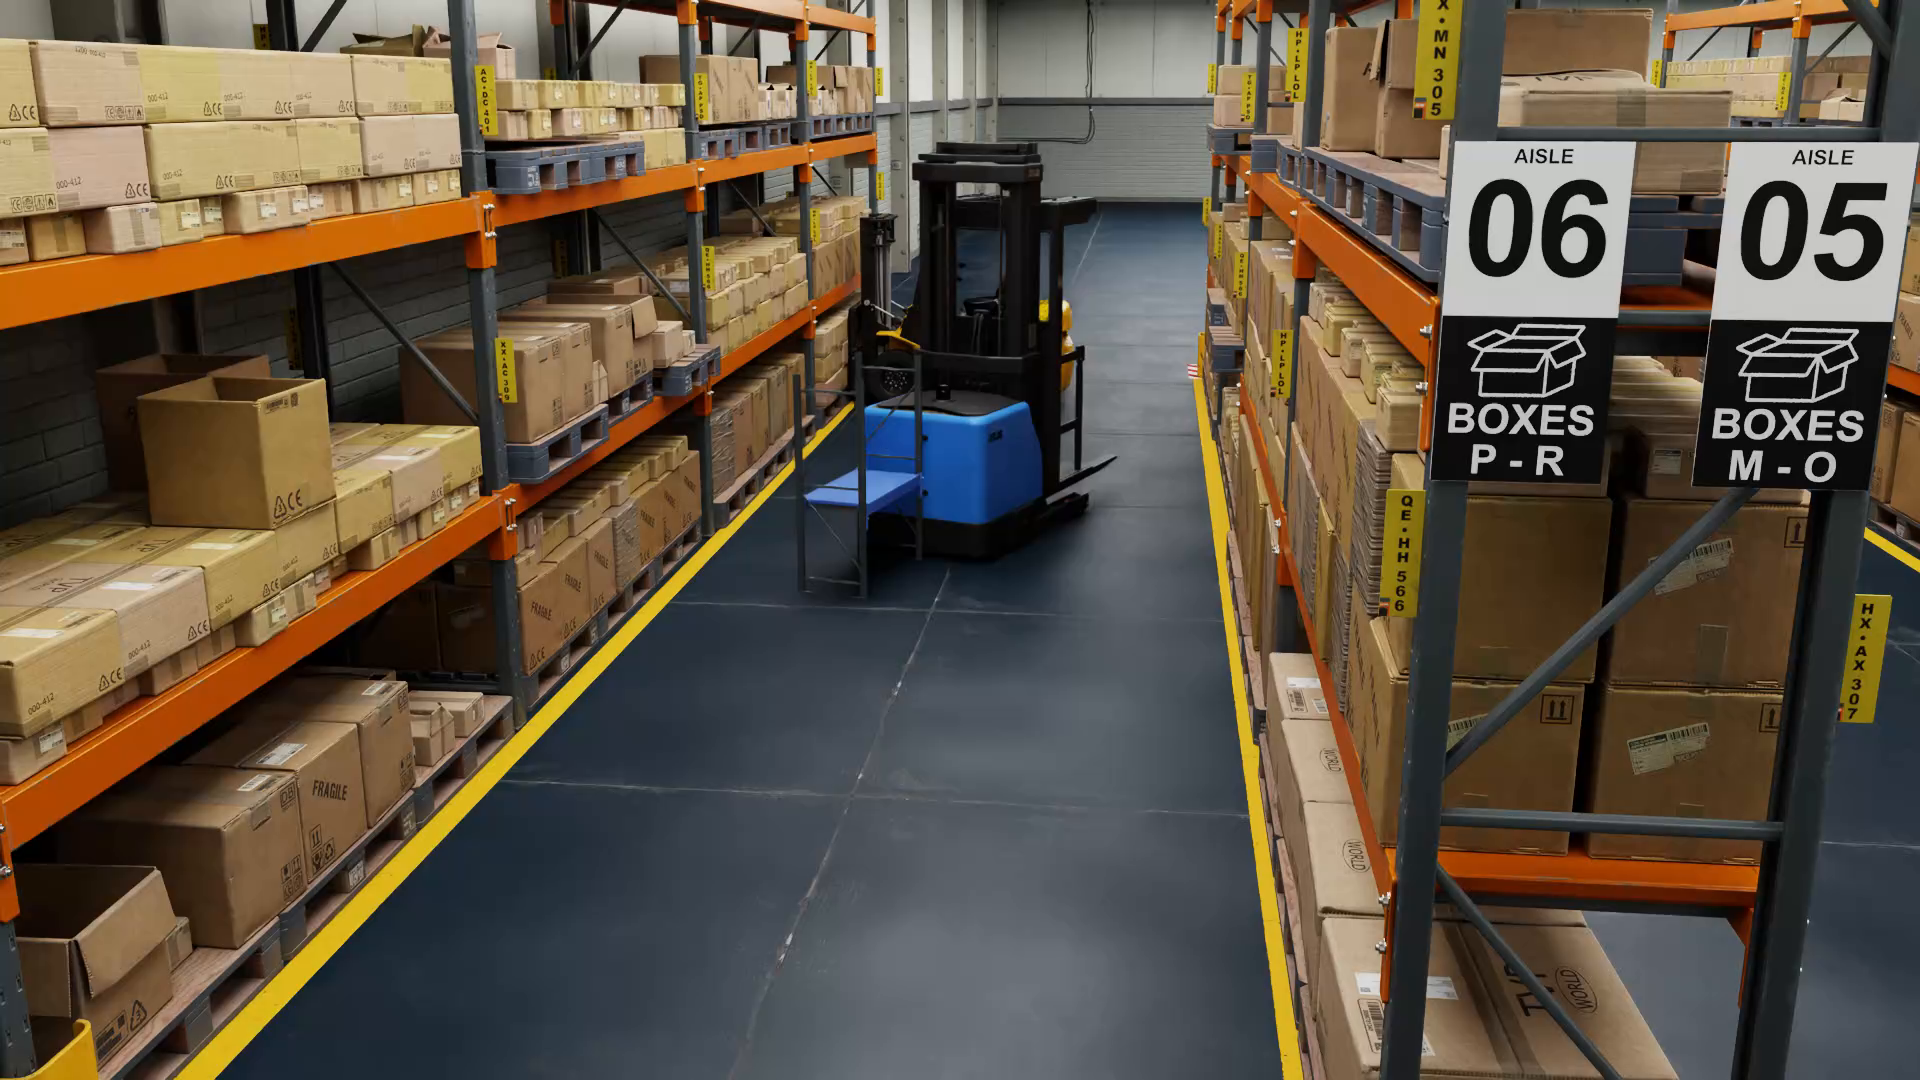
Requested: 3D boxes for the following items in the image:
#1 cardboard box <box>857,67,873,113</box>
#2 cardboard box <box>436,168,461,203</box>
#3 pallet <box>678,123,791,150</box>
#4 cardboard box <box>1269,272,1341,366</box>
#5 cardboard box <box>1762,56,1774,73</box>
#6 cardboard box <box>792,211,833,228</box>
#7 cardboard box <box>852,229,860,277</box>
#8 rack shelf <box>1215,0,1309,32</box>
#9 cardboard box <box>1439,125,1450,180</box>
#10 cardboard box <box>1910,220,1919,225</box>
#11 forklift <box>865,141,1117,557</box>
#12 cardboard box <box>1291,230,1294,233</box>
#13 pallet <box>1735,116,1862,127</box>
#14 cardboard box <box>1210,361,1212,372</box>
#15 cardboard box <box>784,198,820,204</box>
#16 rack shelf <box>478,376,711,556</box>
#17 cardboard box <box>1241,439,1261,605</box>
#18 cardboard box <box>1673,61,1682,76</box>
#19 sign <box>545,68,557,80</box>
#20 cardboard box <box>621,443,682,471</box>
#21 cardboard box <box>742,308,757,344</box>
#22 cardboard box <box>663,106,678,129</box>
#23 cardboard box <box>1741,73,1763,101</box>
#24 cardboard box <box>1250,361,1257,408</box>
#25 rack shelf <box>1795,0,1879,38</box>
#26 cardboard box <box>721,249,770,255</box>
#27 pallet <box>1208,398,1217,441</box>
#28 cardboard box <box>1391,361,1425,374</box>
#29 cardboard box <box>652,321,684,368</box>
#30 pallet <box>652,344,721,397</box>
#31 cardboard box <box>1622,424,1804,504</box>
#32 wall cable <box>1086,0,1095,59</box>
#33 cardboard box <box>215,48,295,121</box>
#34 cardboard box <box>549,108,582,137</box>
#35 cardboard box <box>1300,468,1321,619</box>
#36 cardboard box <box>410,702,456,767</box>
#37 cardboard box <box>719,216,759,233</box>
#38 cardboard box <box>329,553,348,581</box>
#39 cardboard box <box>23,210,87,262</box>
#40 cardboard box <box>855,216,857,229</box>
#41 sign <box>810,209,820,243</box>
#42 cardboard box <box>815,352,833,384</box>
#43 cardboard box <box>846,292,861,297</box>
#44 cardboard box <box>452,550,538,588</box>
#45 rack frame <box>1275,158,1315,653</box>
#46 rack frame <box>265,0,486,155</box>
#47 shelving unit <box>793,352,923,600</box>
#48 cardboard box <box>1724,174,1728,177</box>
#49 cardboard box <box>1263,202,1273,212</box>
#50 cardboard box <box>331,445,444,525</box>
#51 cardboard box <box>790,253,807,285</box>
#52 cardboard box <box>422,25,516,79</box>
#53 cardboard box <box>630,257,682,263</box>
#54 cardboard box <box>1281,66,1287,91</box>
[{"bbox_3d":[-1.300,-5.193,19.185,0.500,0.500,0.500,2,15,8],"label":"cardboard box"},{"bbox_3d":[-2.593,-1.680,7.862,0.380,0.149,0.250,2,15,6],"label":"cardboard box"},{"bbox_3d":[-2.030,-3.656,15.058,0.805,0.209,1.217,1,15,4],"label":"pallet"},{"bbox_3d":[2.015,-1.229,9.355,0.500,0.500,0.500,2,15,8],"label":"cardboard box"},{"bbox_3d":[7.672,-4.398,15.390,0.380,0.149,0.250,2,15,6],"label":"cardboard box"},{"bbox_3d":[-1.522,-3.309,17.151,0.380,0.149,0.250,2,15,8],"label":"cardboard box"},{"bbox_3d":[-1.412,-3.213,18.606,0.500,0.500,0.500,1,15,5],"label":"cardboard box"},{"bbox_3d":[3.214,-5.450,16.964,1.077,0.370,4.000,2,15,6],"label":"rack shelf"},{"bbox_3d":[1.564,-1.081,4.650,0.380,0.149,0.250,1,15,2],"label":"cardboard box"},{"bbox_3d":[7.697,-2.272,13.209,0.700,0.500,0.500,2,15,6],"label":"cardboard box"},{"bbox_3d":[0.386,-1.629,13.071,1.130,2.935,3.031,8,17,26],"label":"forklift"},{"bbox_3d":[3.046,-2.390,14.190,0.500,0.500,0.500,2,15,8],"label":"cardboard box"},{"bbox_3d":[8.021,-3.882,15.696,1.003,0.211,1.213,2,15,6],"label":"pallet"},{"bbox_3d":[2.901,-2.048,17.515,0.500,0.500,0.500,3,15,9],"label":"cardboard box"},{"bbox_3d":[-1.821,-3.856,19.171,0.380,0.149,0.250,2,15,7],"label":"cardboard box"},{"bbox_3d":[-2.621,-0.626,10.610,1.077,0.370,4.000,2,15,6],"label":"rack shelf"},{"bbox_3d":[2.272,-0.116,10.612,0.875,0.875,0.875,2,15,7],"label":"cardboard box"},{"bbox_3d":[7.987,-5.123,18.072,0.380,0.149,0.250,2,15,7],"label":"cardboard box"},{"bbox_3d":[-2.946,-3.247,12.034,0.100,0.325,0.005,2,15,6],"label":"sign"},{"bbox_3d":[-2.199,-0.594,11.855,0.380,0.149,0.250,1,15,3],"label":"cardboard box"},{"bbox_3d":[-1.989,-1.792,13.830,0.500,0.250,0.500,1,15,4],"label":"cardboard box"},{"bbox_3d":[-2.196,-2.961,11.645,0.380,0.149,0.250,2,15,7],"label":"cardboard box"},{"bbox_3d":[7.776,-4.302,15.799,0.500,0.250,0.500,2,15,6],"label":"cardboard box"},{"bbox_3d":[2.192,-1.022,10.981,0.500,0.250,0.500,1,15,5],"label":"cardboard box"},{"bbox_3d":[7.693,-4.102,12.737,1.077,0.370,4.000,2,15,6],"label":"rack shelf"},{"bbox_3d":[-1.876,-2.464,14.593,0.380,0.149,0.250,2,15,7],"label":"cardboard box"},{"bbox_3d":[3.029,-1.214,16.746,1.003,0.211,1.213,2,15,6],"label":"pallet"},{"bbox_3d":[1.596,-0.481,5.345,0.380,0.149,0.250,2,15,6],"label":"cardboard box"},{"bbox_3d":[-2.192,-1.340,11.352,0.500,0.250,0.500,1,15,4],"label":"cardboard box"},{"bbox_3d":[-2.402,-1.222,11.802,1.213,0.211,1.003,2,15,6],"label":"pallet"},{"bbox_3d":[1.950,-0.200,4.307,0.380,0.149,0.250,2,15,7],"label":"cardboard box"},{"bbox_3d":[5.253,-15.675,49.663,3.097,2.526,0.112,2,15,6],"label":"wall cable"},{"bbox_3d":[-2.831,-1.680,6.143,0.500,0.250,0.500,2,15,8],"label":"cardboard box"},{"bbox_3d":[-2.309,-2.296,9.146,0.380,0.149,0.250,2,15,7],"label":"cardboard box"},{"bbox_3d":[1.650,0.015,6.668,0.500,0.500,0.500,2,15,7],"label":"cardboard box"},{"bbox_3d":[-2.658,0.908,7.991,0.396,0.266,0.258,2,15,8],"label":"cardboard box"},{"bbox_3d":[-2.208,-3.127,16.474,0.380,0.149,0.250,2,15,6],"label":"cardboard box"},{"bbox_3d":[-2.842,0.091,7.062,0.380,0.149,0.250,2,15,7],"label":"cardboard box"},{"bbox_3d":[-2.981,-0.955,5.182,0.380,0.149,0.250,2,15,7],"label":"cardboard box"},{"bbox_3d":[-1.365,-3.563,18.659,0.380,0.149,0.250,1,15,4],"label":"cardboard box"},{"bbox_3d":[-1.403,-3.037,16.081,0.100,0.325,0.005,2,15,6],"label":"sign"},{"bbox_3d":[-1.582,-1.763,16.941,0.500,0.250,0.500,2,15,6],"label":"cardboard box"},{"bbox_3d":[-1.234,-2.797,19.806,0.500,0.250,0.500,2,15,8],"label":"cardboard box"},{"bbox_3d":[-2.542,0.151,9.100,0.380,0.149,0.250,2,15,9],"label":"cardboard box"},{"bbox_3d":[2.086,-0.310,8.061,1.000,3.000,0.127,2,15,6],"label":"rack frame"},{"bbox_3d":[-2.846,-3.351,7.815,1.000,3.000,0.127,2,15,6],"label":"rack frame"},{"bbox_3d":[-0.686,-0.471,11.531,0.538,1.500,1.048,5,16,19],"label":"shelving unit"},{"bbox_3d":[8.290,-3.801,18.617,0.875,0.550,0.550,2,15,6],"label":"cardboard box"},{"bbox_3d":[3.254,-3.167,15.950,0.700,0.500,0.500,2,15,6],"label":"cardboard box"},{"bbox_3d":[-2.703,-0.257,7.582,0.500,0.250,0.500,2,15,6],"label":"cardboard box"},{"bbox_3d":[-1.745,-2.564,15.727,0.500,0.250,0.500,1,15,5],"label":"cardboard box"},{"bbox_3d":[-2.465,-2.444,8.330,0.396,0.266,0.258,2,15,6],"label":"cardboard box"},{"bbox_3d":[-2.541,-2.279,13.910,0.380,0.149,0.250,1,15,5],"label":"cardboard box"},{"bbox_3d":[3.050,-4.050,14.673,0.500,0.250,0.500,2,15,8],"label":"cardboard box"}]
